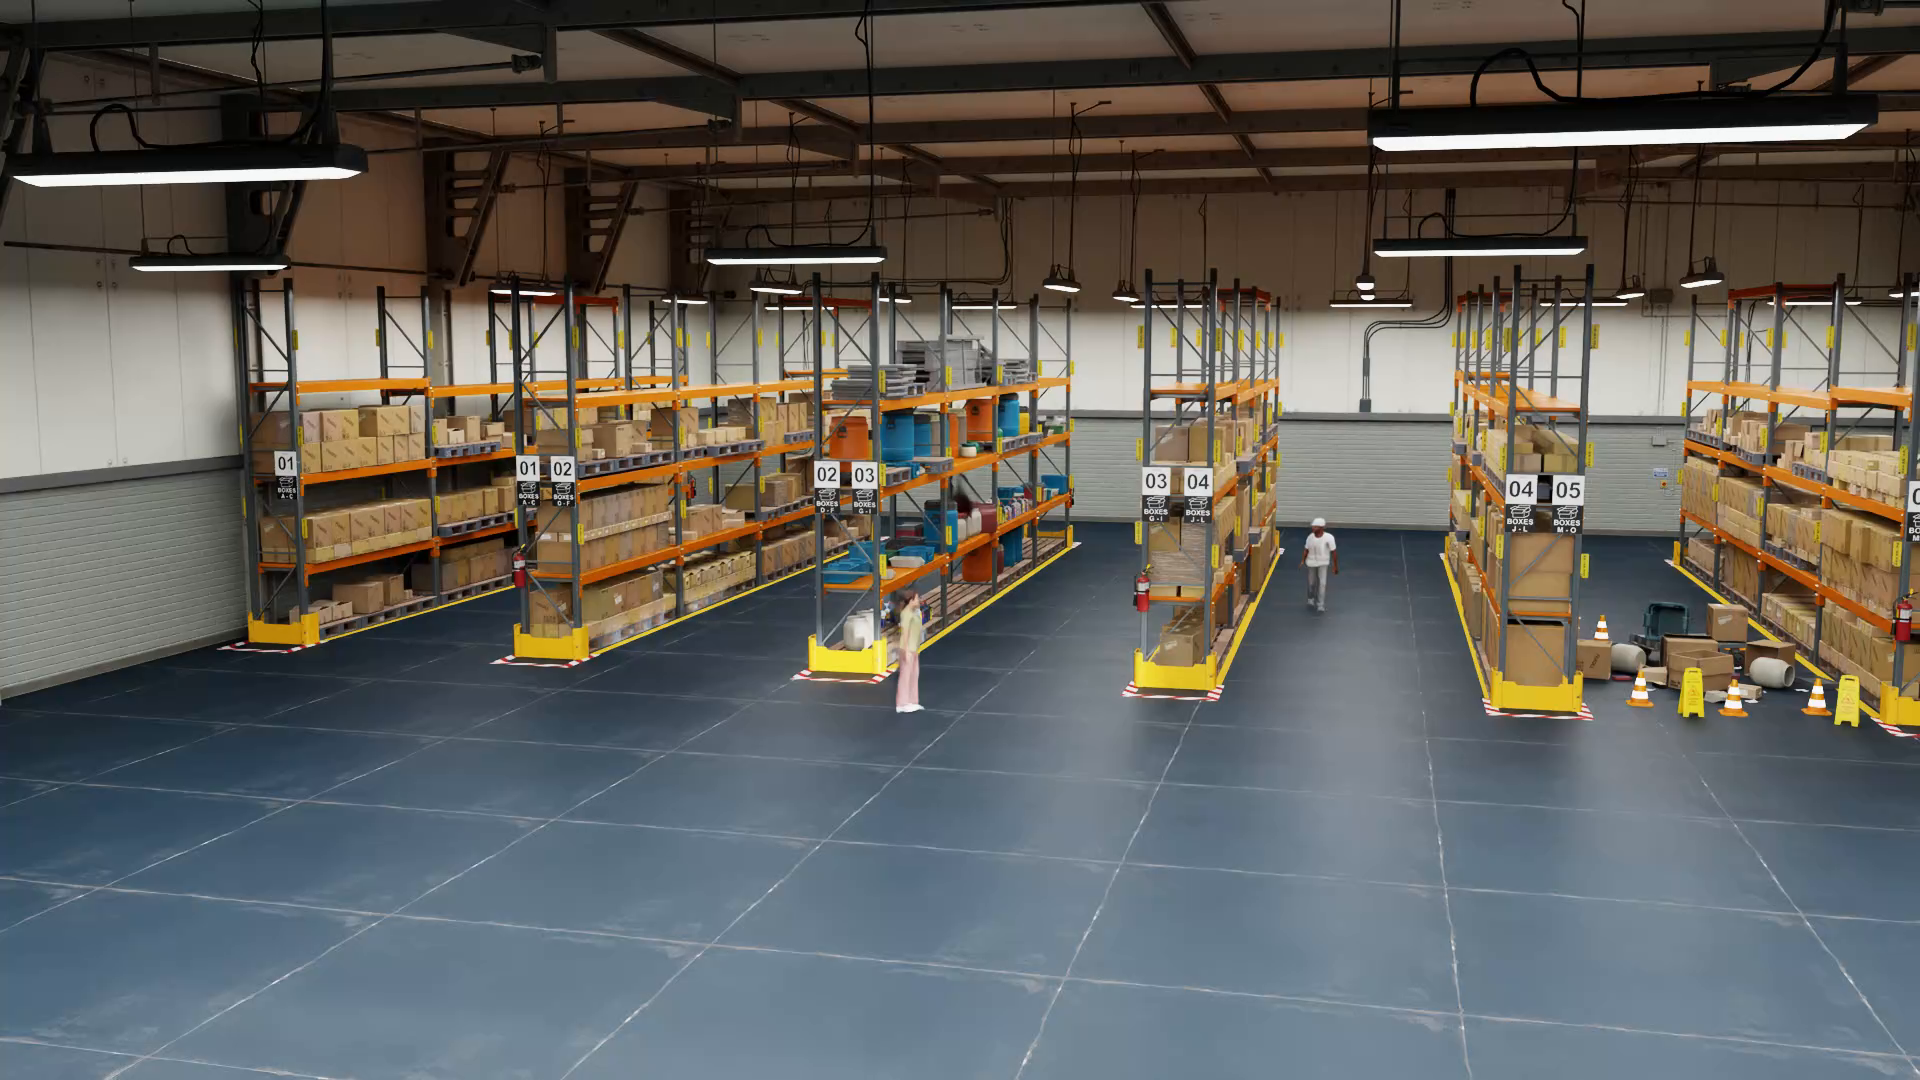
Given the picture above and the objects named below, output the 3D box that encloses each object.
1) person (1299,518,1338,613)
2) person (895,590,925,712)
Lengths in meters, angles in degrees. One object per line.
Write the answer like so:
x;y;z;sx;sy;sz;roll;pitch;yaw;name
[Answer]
6.648;0.458;30.832;0.722;1.727;1.027;1;7;12;person
-0.674;1.516;22.432;0.407;1.711;0.531;0;7;1;person
